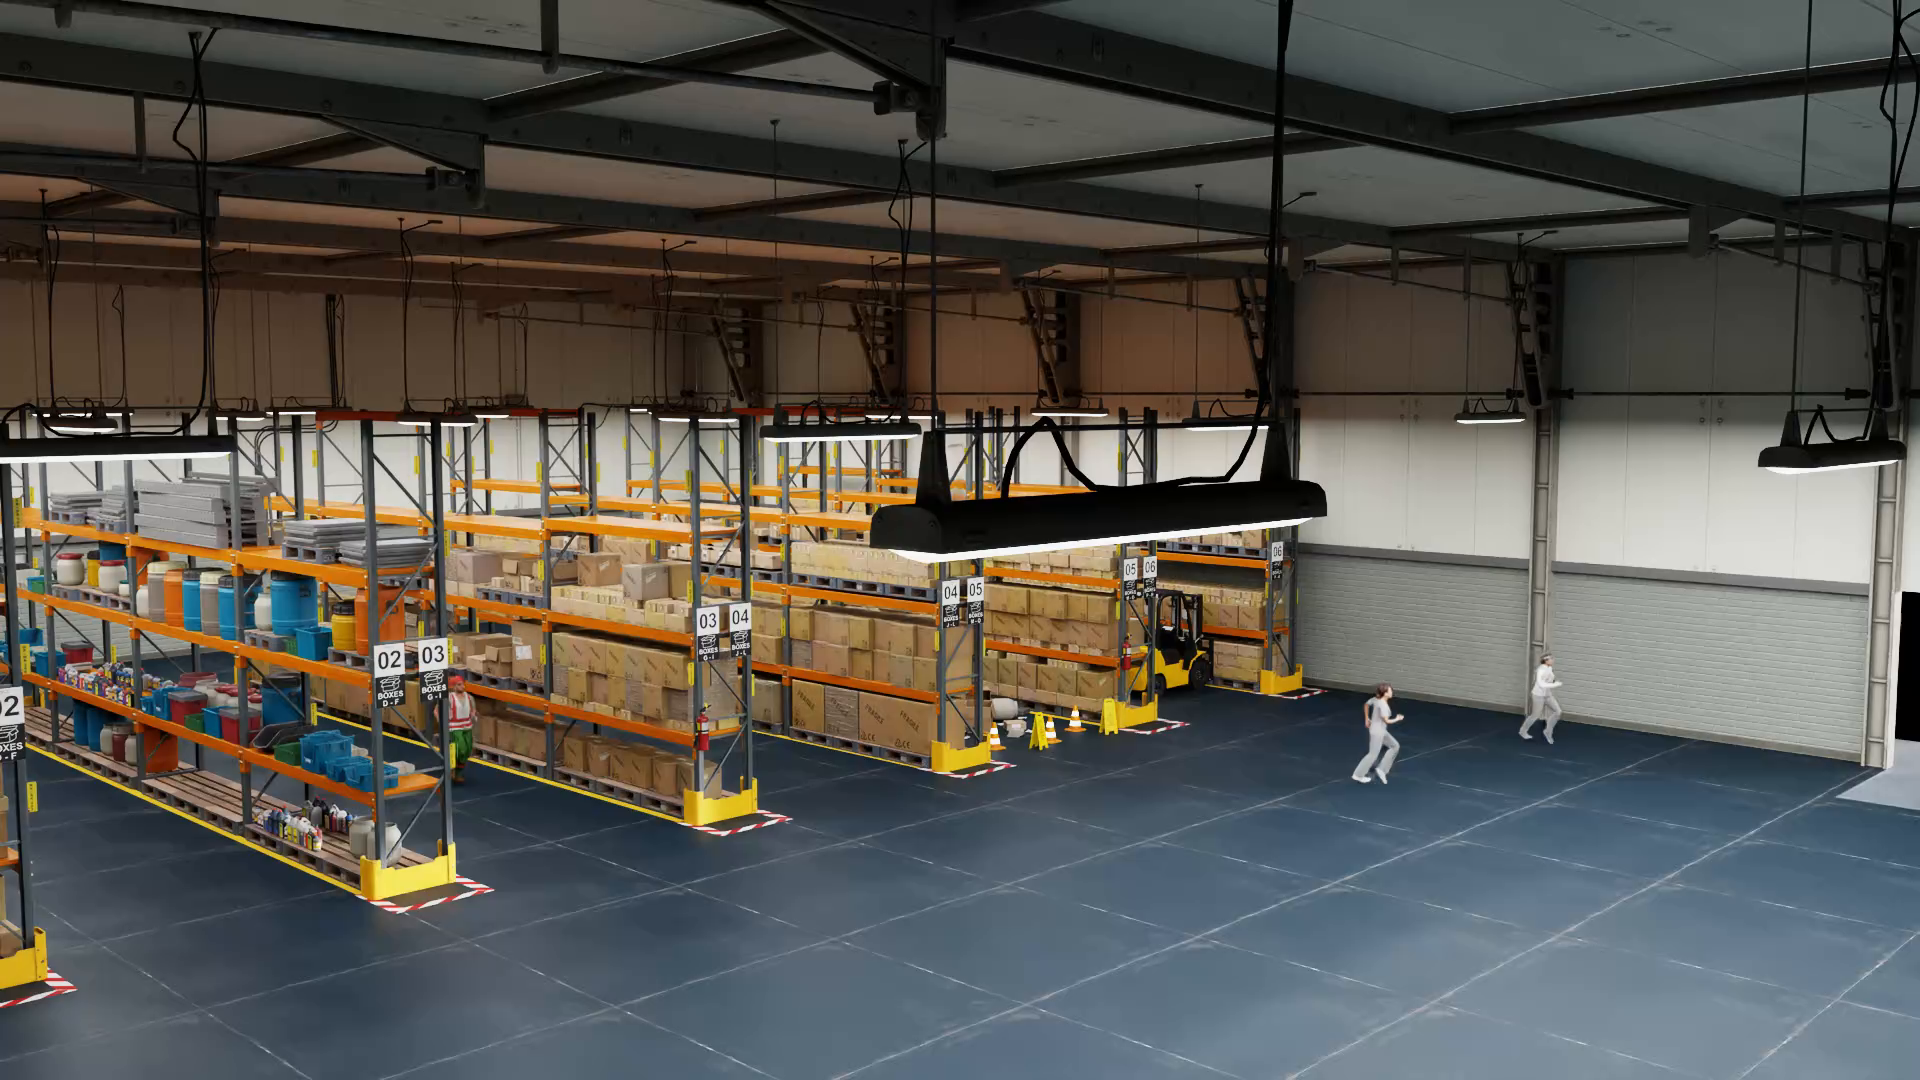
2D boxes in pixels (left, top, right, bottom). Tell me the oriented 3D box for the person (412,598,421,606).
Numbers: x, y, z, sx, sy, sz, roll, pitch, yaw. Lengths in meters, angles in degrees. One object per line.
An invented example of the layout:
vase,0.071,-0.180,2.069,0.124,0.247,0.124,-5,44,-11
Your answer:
person,-12.739,2.079,38.855,0.615,1.630,0.861,2,5,18

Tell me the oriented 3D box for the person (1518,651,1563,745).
person,10.507,2.833,30.050,0.804,1.700,0.639,4,7,40

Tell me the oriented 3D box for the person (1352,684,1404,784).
person,6.739,3.122,26.799,0.791,1.645,0.591,1,5,6

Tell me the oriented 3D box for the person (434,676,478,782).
person,-8.059,3.067,26.882,0.589,1.739,0.661,4,7,40
